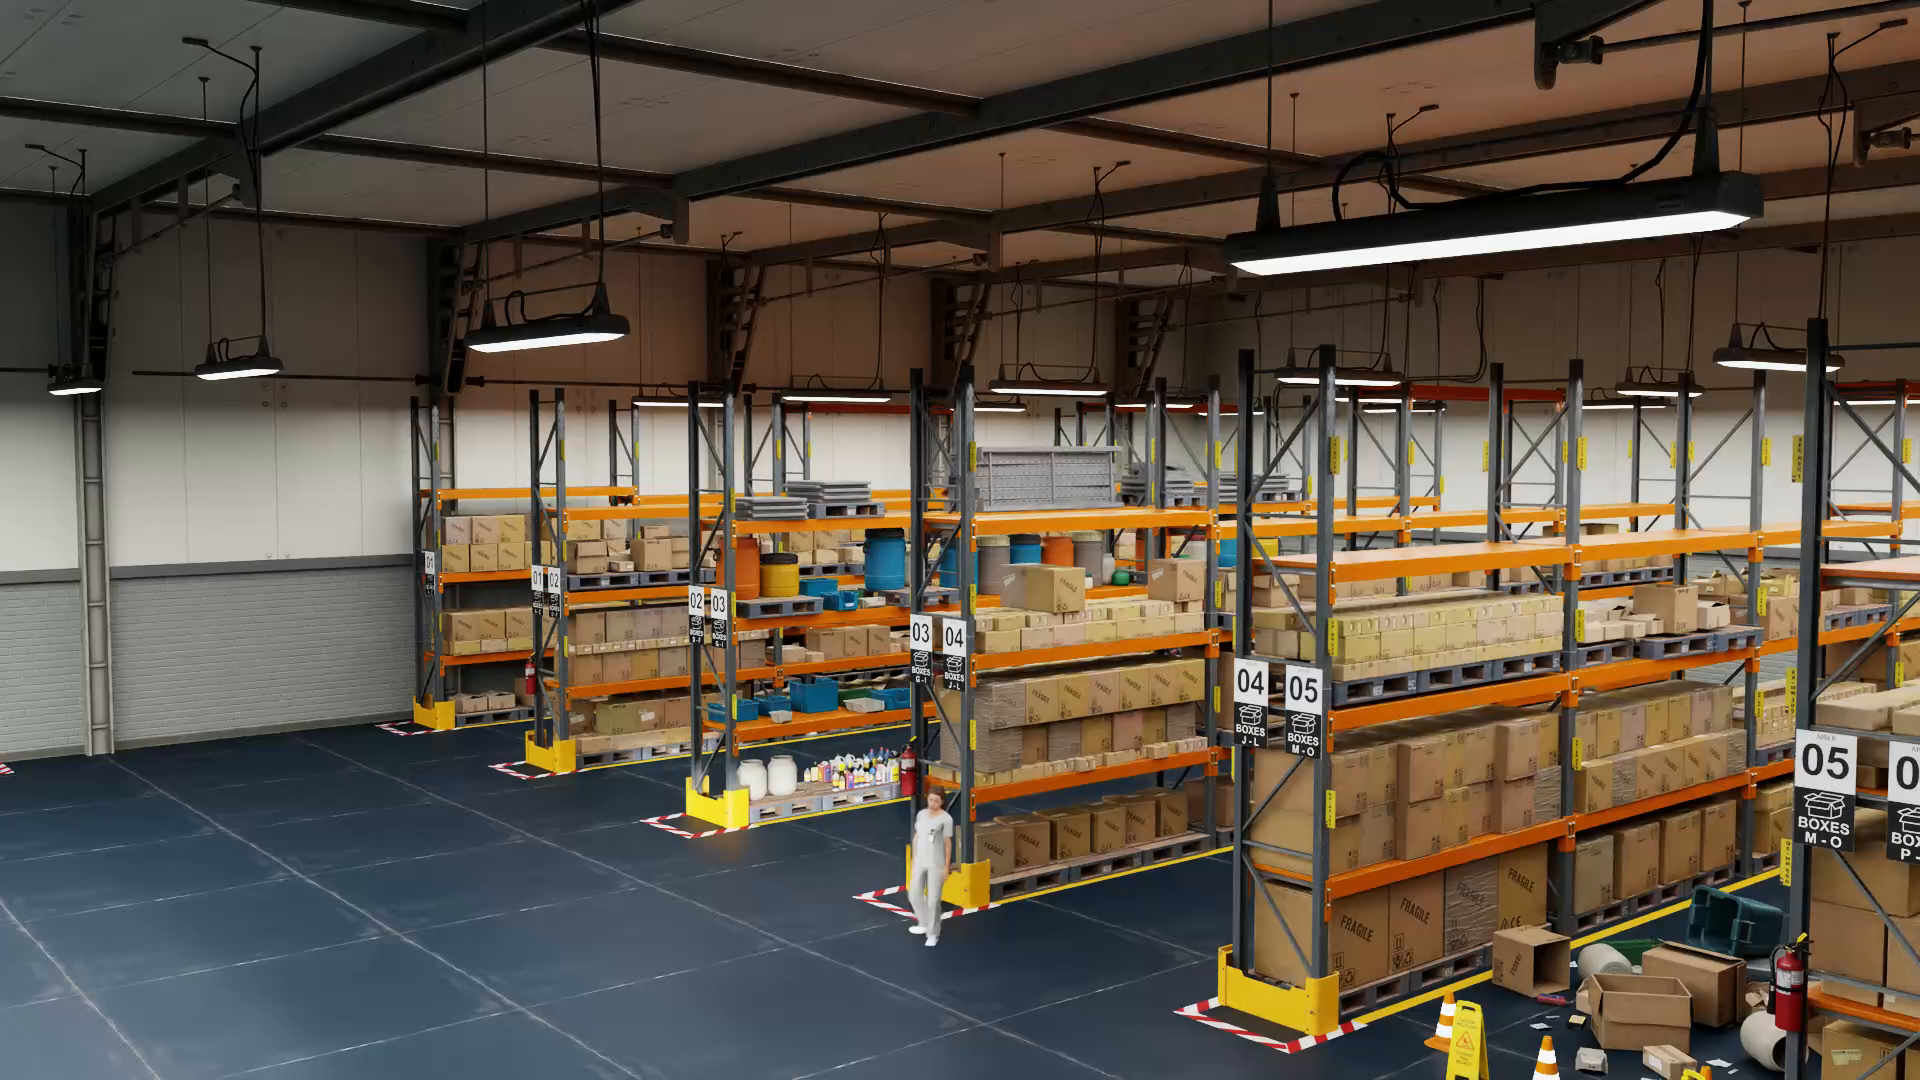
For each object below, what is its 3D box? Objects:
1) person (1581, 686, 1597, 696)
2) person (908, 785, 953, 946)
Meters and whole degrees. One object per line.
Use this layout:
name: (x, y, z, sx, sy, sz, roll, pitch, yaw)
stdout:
person: (9.284, 2.911, 24.377, 0.688, 1.607, 0.601, -1, 4, -19)
person: (-0.307, 3.323, 17.127, 0.575, 1.650, 0.460, 2, 4, 29)
